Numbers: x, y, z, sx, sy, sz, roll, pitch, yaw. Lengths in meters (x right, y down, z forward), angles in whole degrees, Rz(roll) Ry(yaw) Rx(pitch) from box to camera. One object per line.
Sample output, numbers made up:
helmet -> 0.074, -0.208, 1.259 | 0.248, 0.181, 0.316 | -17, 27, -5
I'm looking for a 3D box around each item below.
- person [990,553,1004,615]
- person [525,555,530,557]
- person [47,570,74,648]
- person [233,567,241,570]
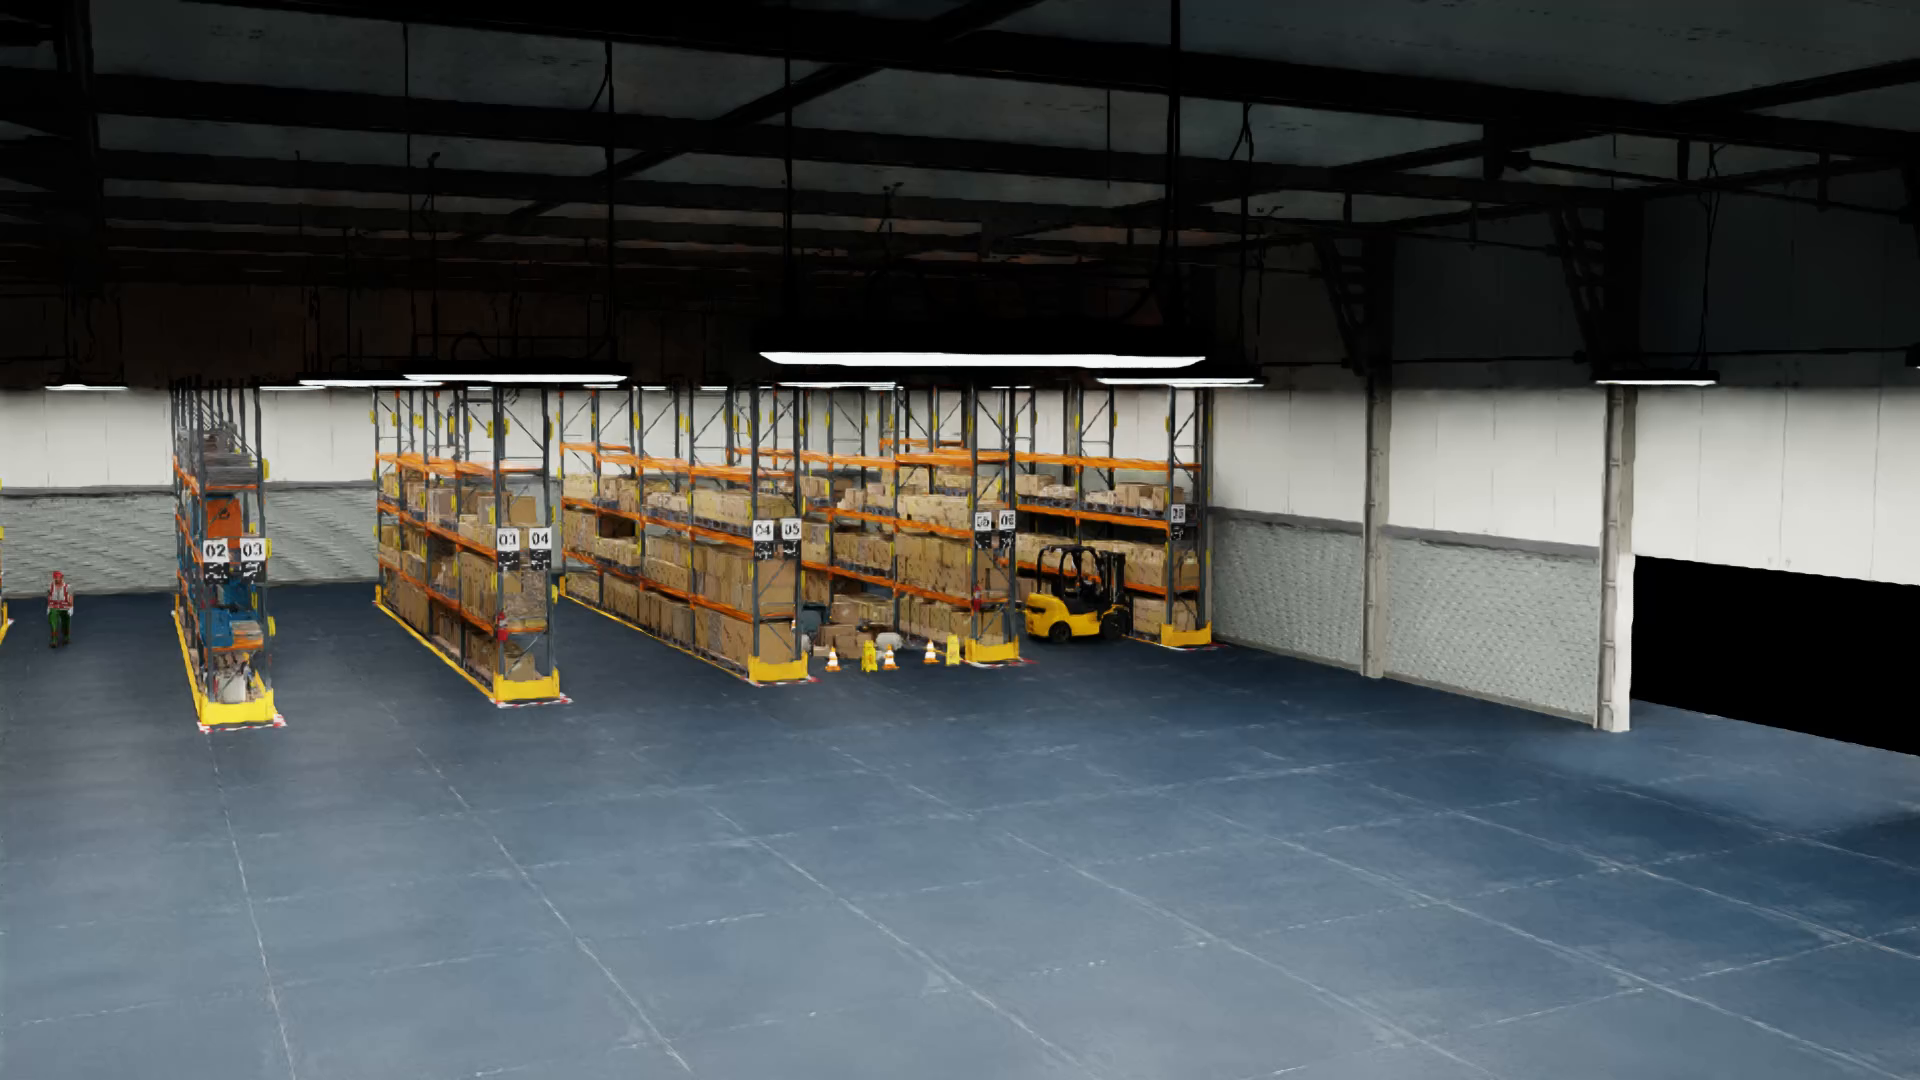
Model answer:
person -> 0.869, 1.124, 42.646 | 0.532, 1.588, 0.535 | 0, 5, -1
person -> -12.263, 0.721, 46.961 | 0.529, 1.651, 0.478 | 3, 6, 29
person -> -20.254, 1.526, 37.422 | 0.550, 1.704, 1.145 | -2, 6, -25
person -> -17.722, 1.174, 41.082 | 0.645, 1.763, 0.464 | 5, 7, 43
